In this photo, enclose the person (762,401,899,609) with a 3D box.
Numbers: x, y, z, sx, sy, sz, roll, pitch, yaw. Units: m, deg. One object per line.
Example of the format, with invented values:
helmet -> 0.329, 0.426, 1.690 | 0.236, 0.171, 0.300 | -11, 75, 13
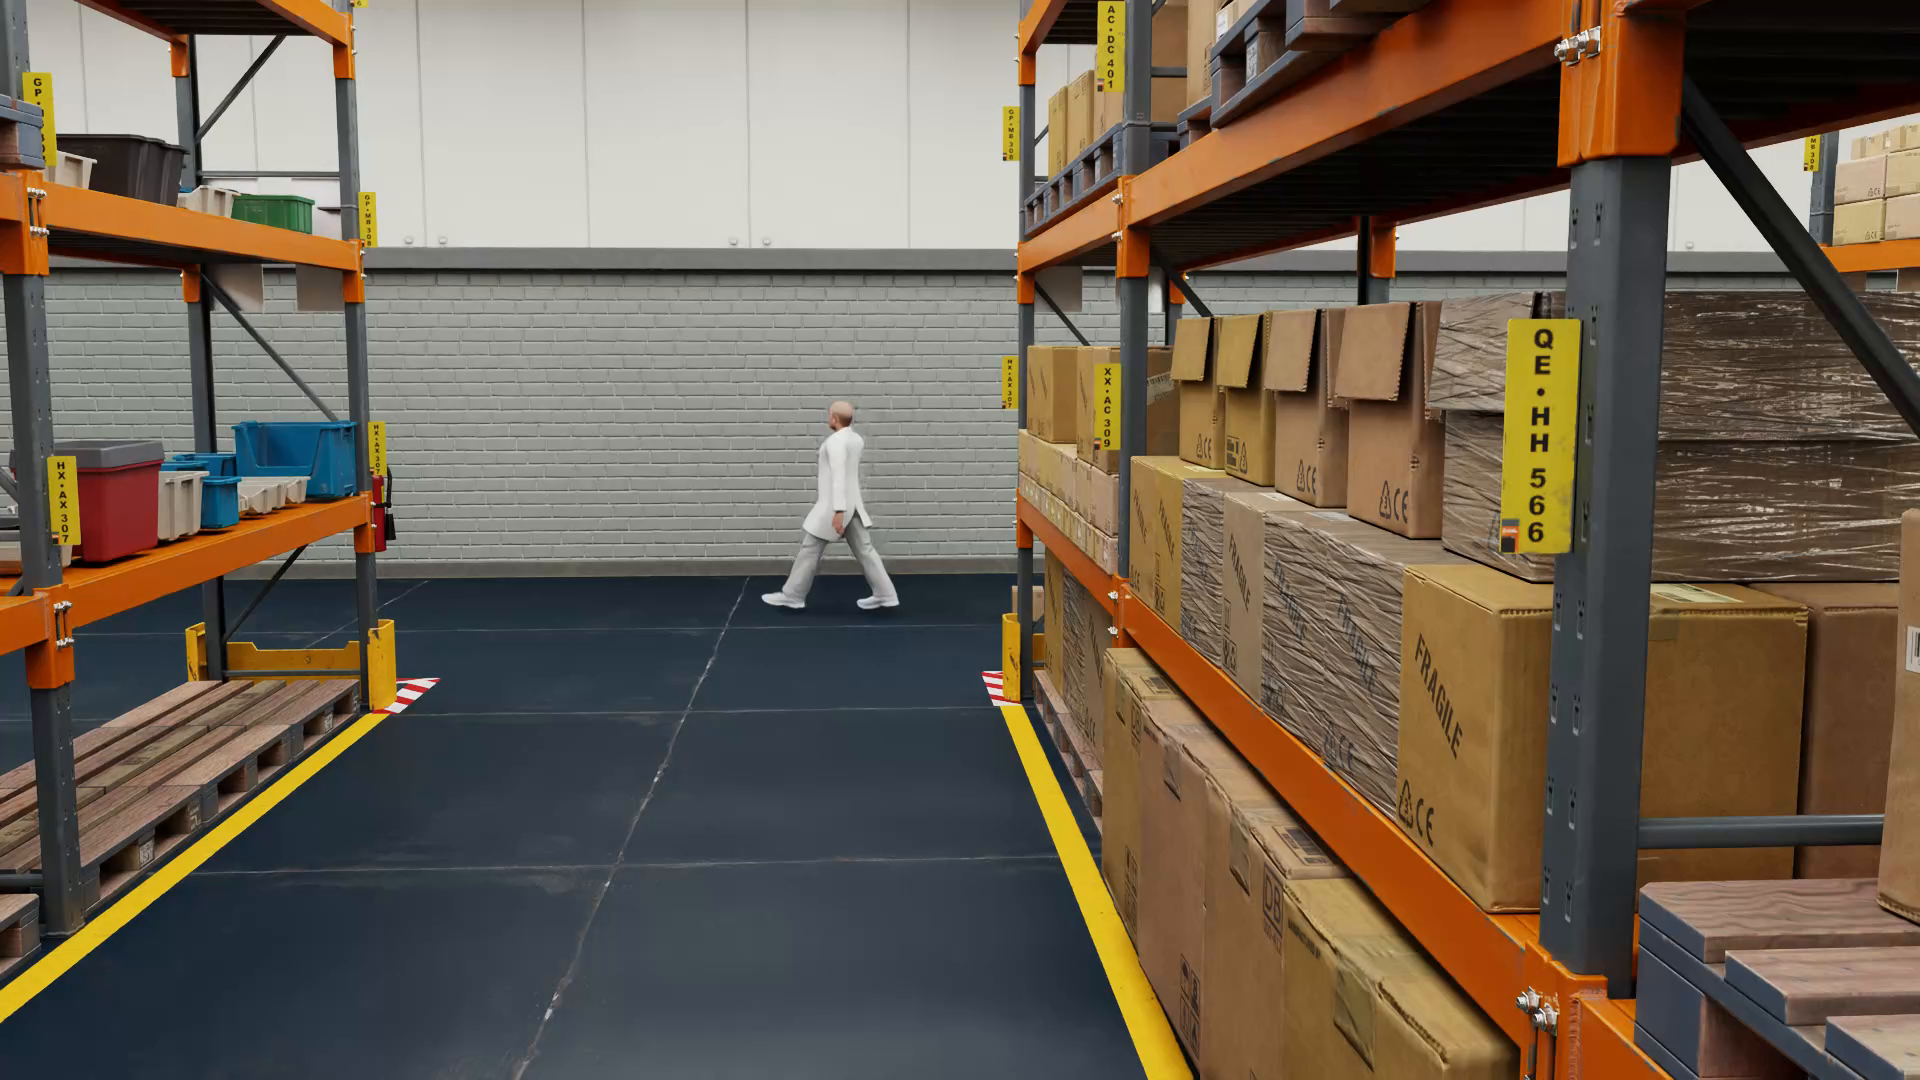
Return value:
person -> -1.051, -0.241, 13.660 | 1.144, 1.618, 0.620 | 3, 8, 27
